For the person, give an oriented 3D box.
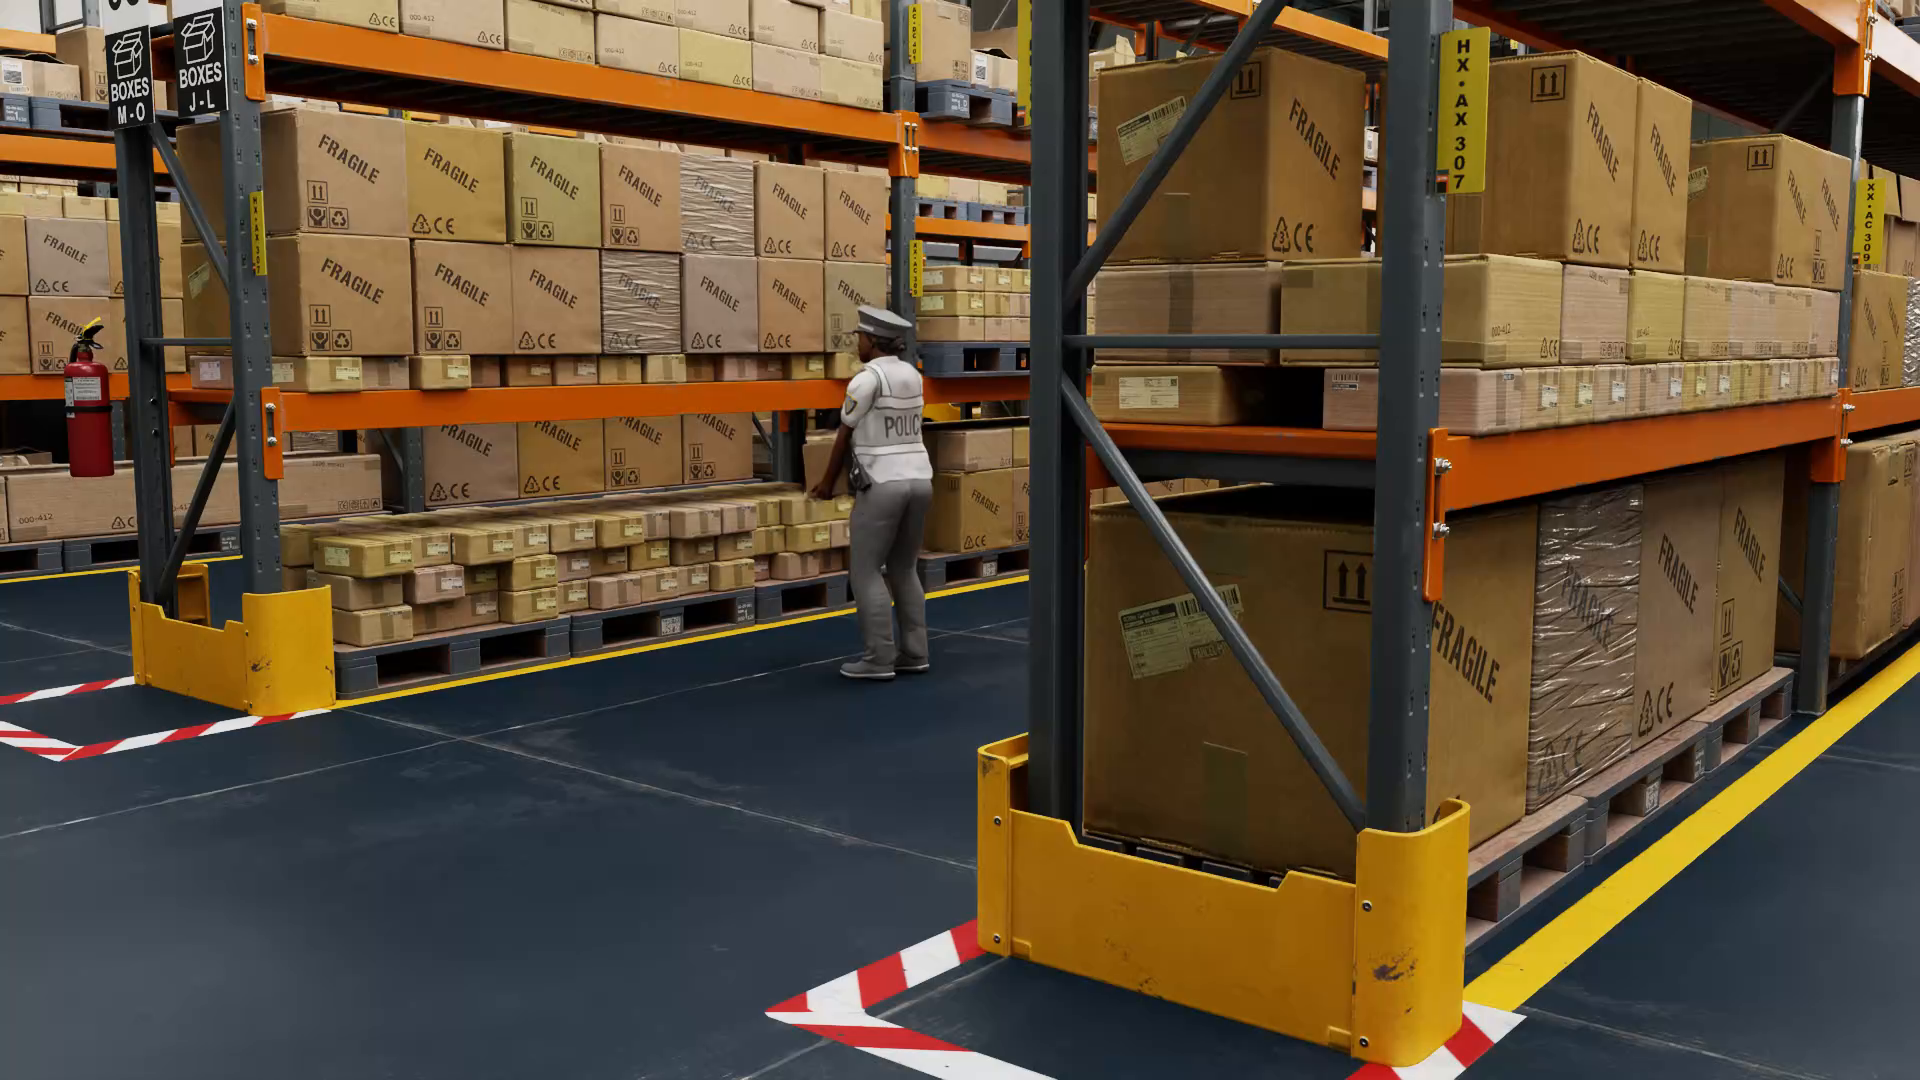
[{"bbox_3d":[-0.394,-0.220,7.543,0.530,1.683,0.416,5,9,37],"label":"person"}]
